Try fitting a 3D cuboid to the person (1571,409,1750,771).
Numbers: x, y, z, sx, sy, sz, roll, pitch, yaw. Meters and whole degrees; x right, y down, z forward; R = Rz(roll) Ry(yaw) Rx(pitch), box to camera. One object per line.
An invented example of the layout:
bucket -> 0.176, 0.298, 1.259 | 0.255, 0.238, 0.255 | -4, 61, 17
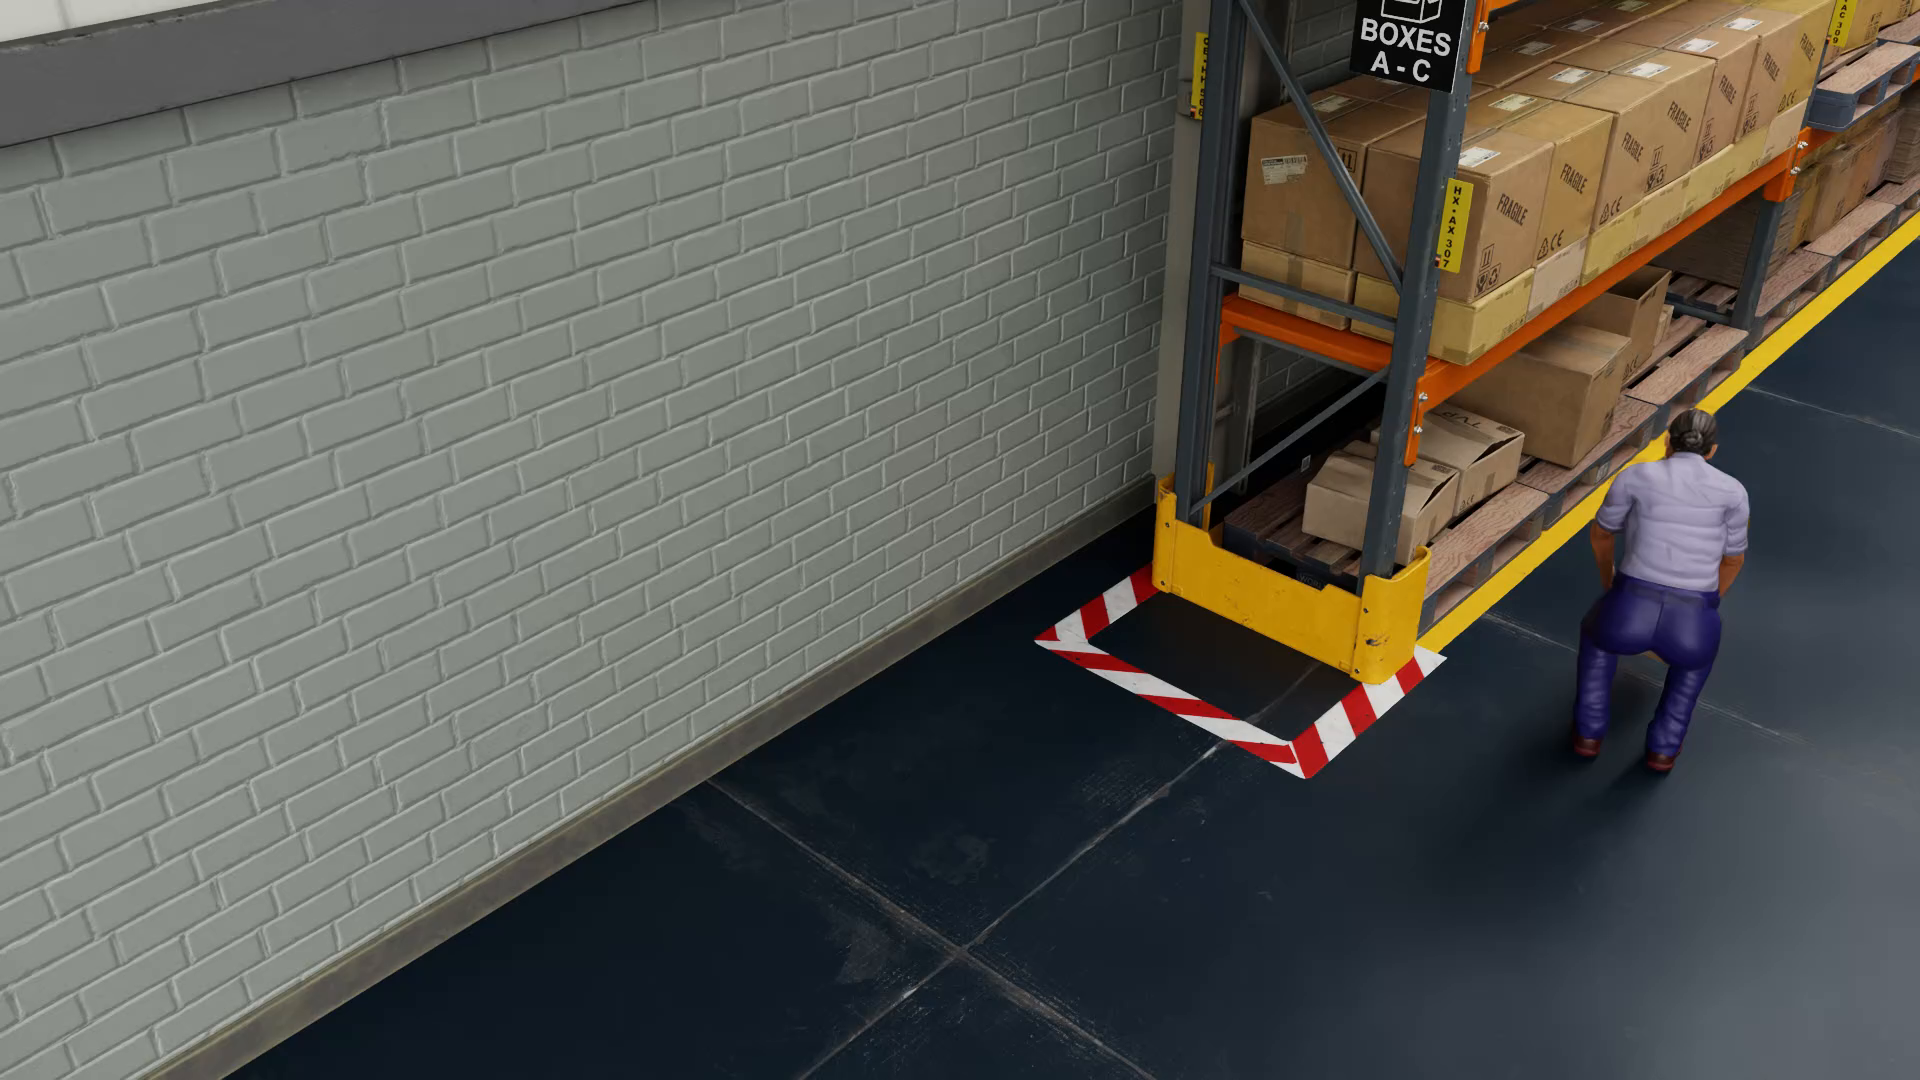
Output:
person -> 2.548, 0.216, 6.125 | 0.535, 1.314, 0.687 | 15, 34, 22
